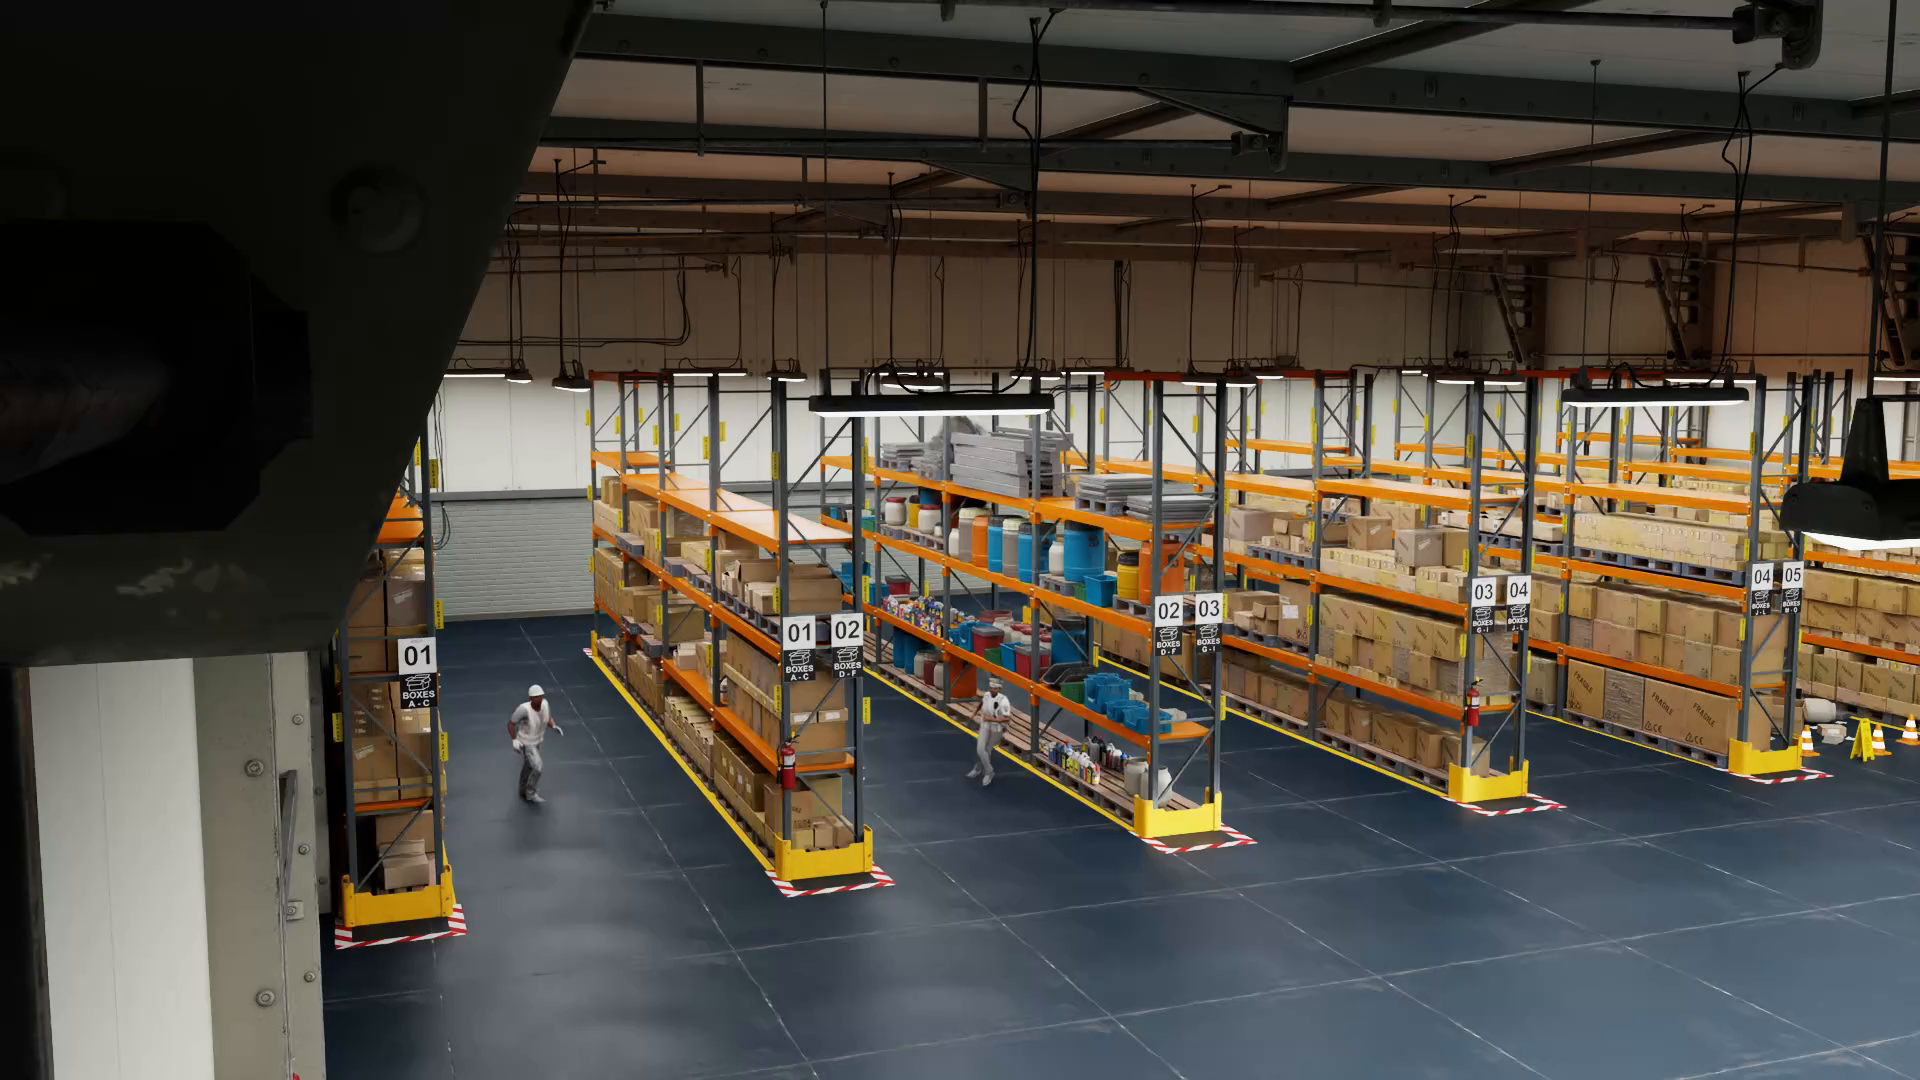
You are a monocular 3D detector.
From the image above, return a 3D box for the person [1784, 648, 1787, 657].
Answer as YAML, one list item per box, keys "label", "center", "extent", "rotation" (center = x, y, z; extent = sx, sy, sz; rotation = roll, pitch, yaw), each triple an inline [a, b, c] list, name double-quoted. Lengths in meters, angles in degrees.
- label: "person"
  center: [16.518, 1.886, 32.805]
  extent: [0.581, 1.595, 0.590]
  rotation: [-3, 7, -26]

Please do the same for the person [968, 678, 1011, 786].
- label: "person"
  center: [0.426, 2.787, 24.548]
  extent: [0.719, 1.596, 0.673]
  rotation: [2, 7, 16]

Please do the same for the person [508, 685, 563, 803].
- label: "person"
  center: [-6.027, 2.880, 23.577]
  extent: [0.850, 1.736, 0.690]
  rotation: [2, 7, 19]
